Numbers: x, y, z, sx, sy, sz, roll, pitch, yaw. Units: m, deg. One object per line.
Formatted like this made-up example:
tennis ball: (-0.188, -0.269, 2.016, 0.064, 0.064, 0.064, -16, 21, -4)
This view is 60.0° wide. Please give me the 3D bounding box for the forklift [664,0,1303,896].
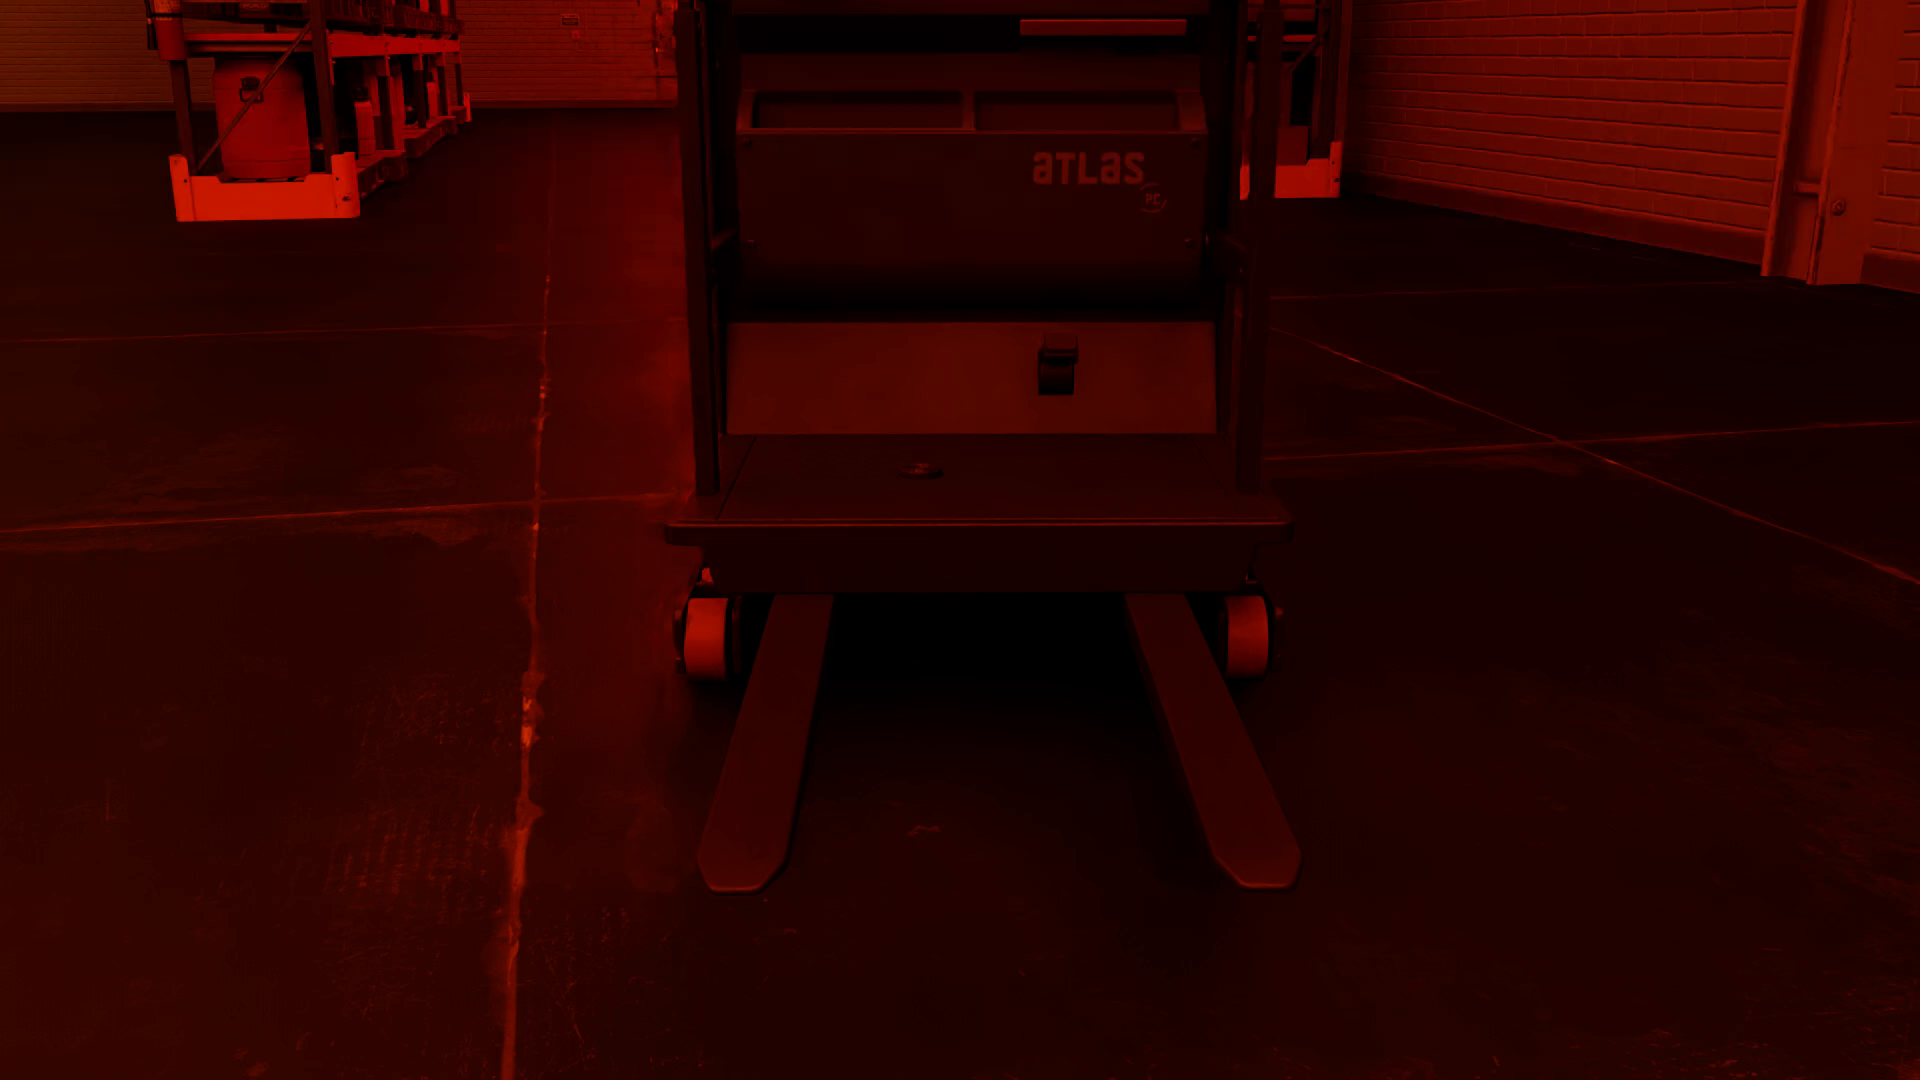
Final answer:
forklift: (0.028, -1.225, 2.991, 1.130, 2.935, 3.031, 0, 17, -1)
